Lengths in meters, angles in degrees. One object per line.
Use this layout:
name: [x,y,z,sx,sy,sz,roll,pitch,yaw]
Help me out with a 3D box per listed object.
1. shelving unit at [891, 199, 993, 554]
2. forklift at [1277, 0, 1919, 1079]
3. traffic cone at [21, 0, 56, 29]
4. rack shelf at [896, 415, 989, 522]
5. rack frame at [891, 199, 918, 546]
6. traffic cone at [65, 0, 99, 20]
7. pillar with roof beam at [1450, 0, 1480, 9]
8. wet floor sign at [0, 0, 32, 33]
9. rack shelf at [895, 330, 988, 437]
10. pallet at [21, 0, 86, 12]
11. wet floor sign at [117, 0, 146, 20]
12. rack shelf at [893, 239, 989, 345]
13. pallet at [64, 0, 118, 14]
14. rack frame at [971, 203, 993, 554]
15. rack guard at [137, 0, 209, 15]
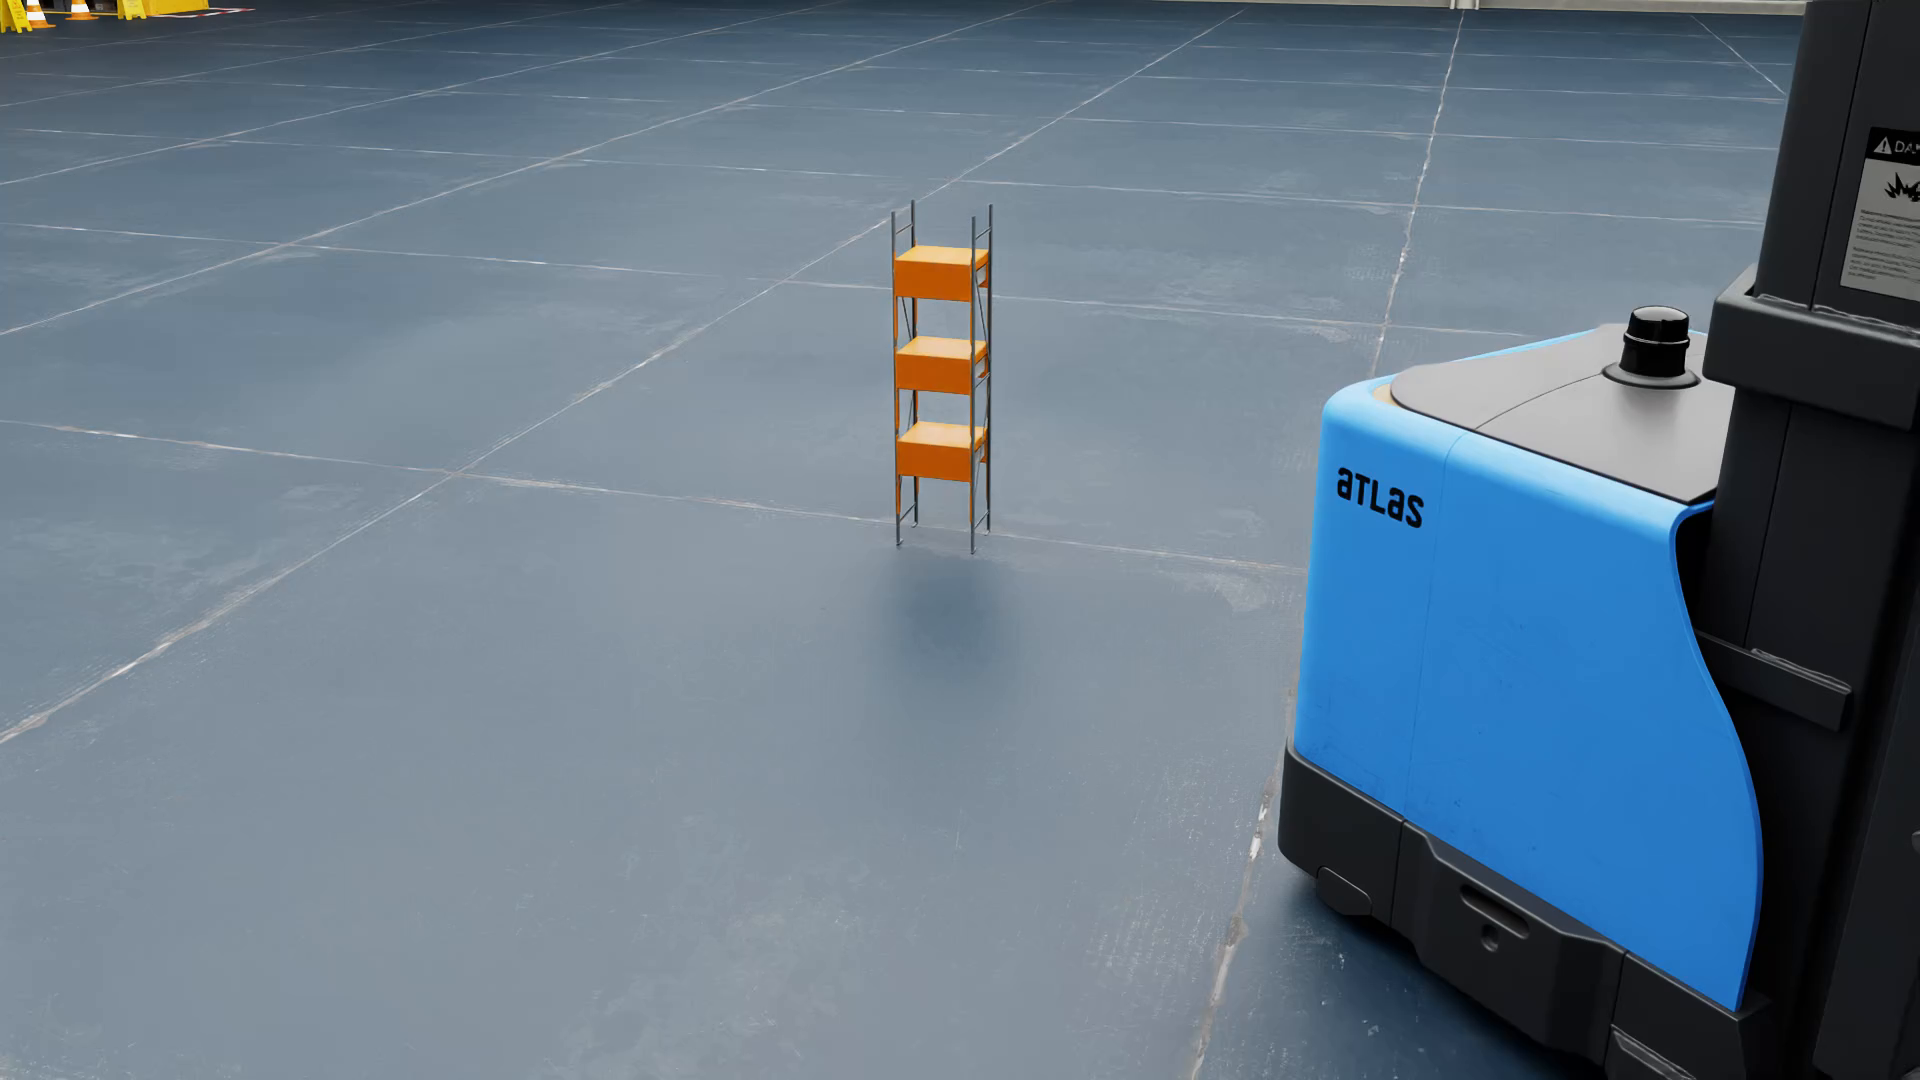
shelving unit: [-0.051,-0.492,5.085,0.252,1.050,0.215,7,23,15]
forklift: [1.900,-0.283,2.099,1.130,2.935,3.031,-14,26,-31]
traffic cone: [-11.778,-6.767,21.159,0.334,0.463,0.336,7,23,16]
rack shelf: [-0.051,-0.225,5.195,0.240,0.259,0.215,7,23,15]
rack frame: [-0.168,-0.505,5.118,0.008,1.050,0.200,7,23,15]
traffic cone: [-11.783,-7.208,22.233,0.334,0.463,0.336,7,23,16]
pillar with roof beam: [6.015,-10.249,18.399,0.400,9.000,9.100,7,23,16]
wet floor sign: [-11.732,-6.621,20.560,0.232,0.644,0.267,3,22,6]
rack shelf: [-0.051,-0.482,5.089,0.240,0.259,0.215,7,23,15]
pallet: [-13.003,-7.758,23.905,1.213,0.211,1.003,7,23,16]
wet floor sign: [-11.126,-7.304,22.227,0.232,0.644,0.267,16,27,34]
rack shelf: [-0.051,-0.744,4.981,0.240,0.259,0.215,7,23,15]
pallet: [-11.839,-7.623,23.577,1.213,0.211,1.003,7,23,16]
rack frame: [0.066,-0.478,5.052,0.008,1.050,0.200,7,23,15]
rack guard: [-11.071,-7.655,23.274,0.348,0.500,1.175,7,23,16]
